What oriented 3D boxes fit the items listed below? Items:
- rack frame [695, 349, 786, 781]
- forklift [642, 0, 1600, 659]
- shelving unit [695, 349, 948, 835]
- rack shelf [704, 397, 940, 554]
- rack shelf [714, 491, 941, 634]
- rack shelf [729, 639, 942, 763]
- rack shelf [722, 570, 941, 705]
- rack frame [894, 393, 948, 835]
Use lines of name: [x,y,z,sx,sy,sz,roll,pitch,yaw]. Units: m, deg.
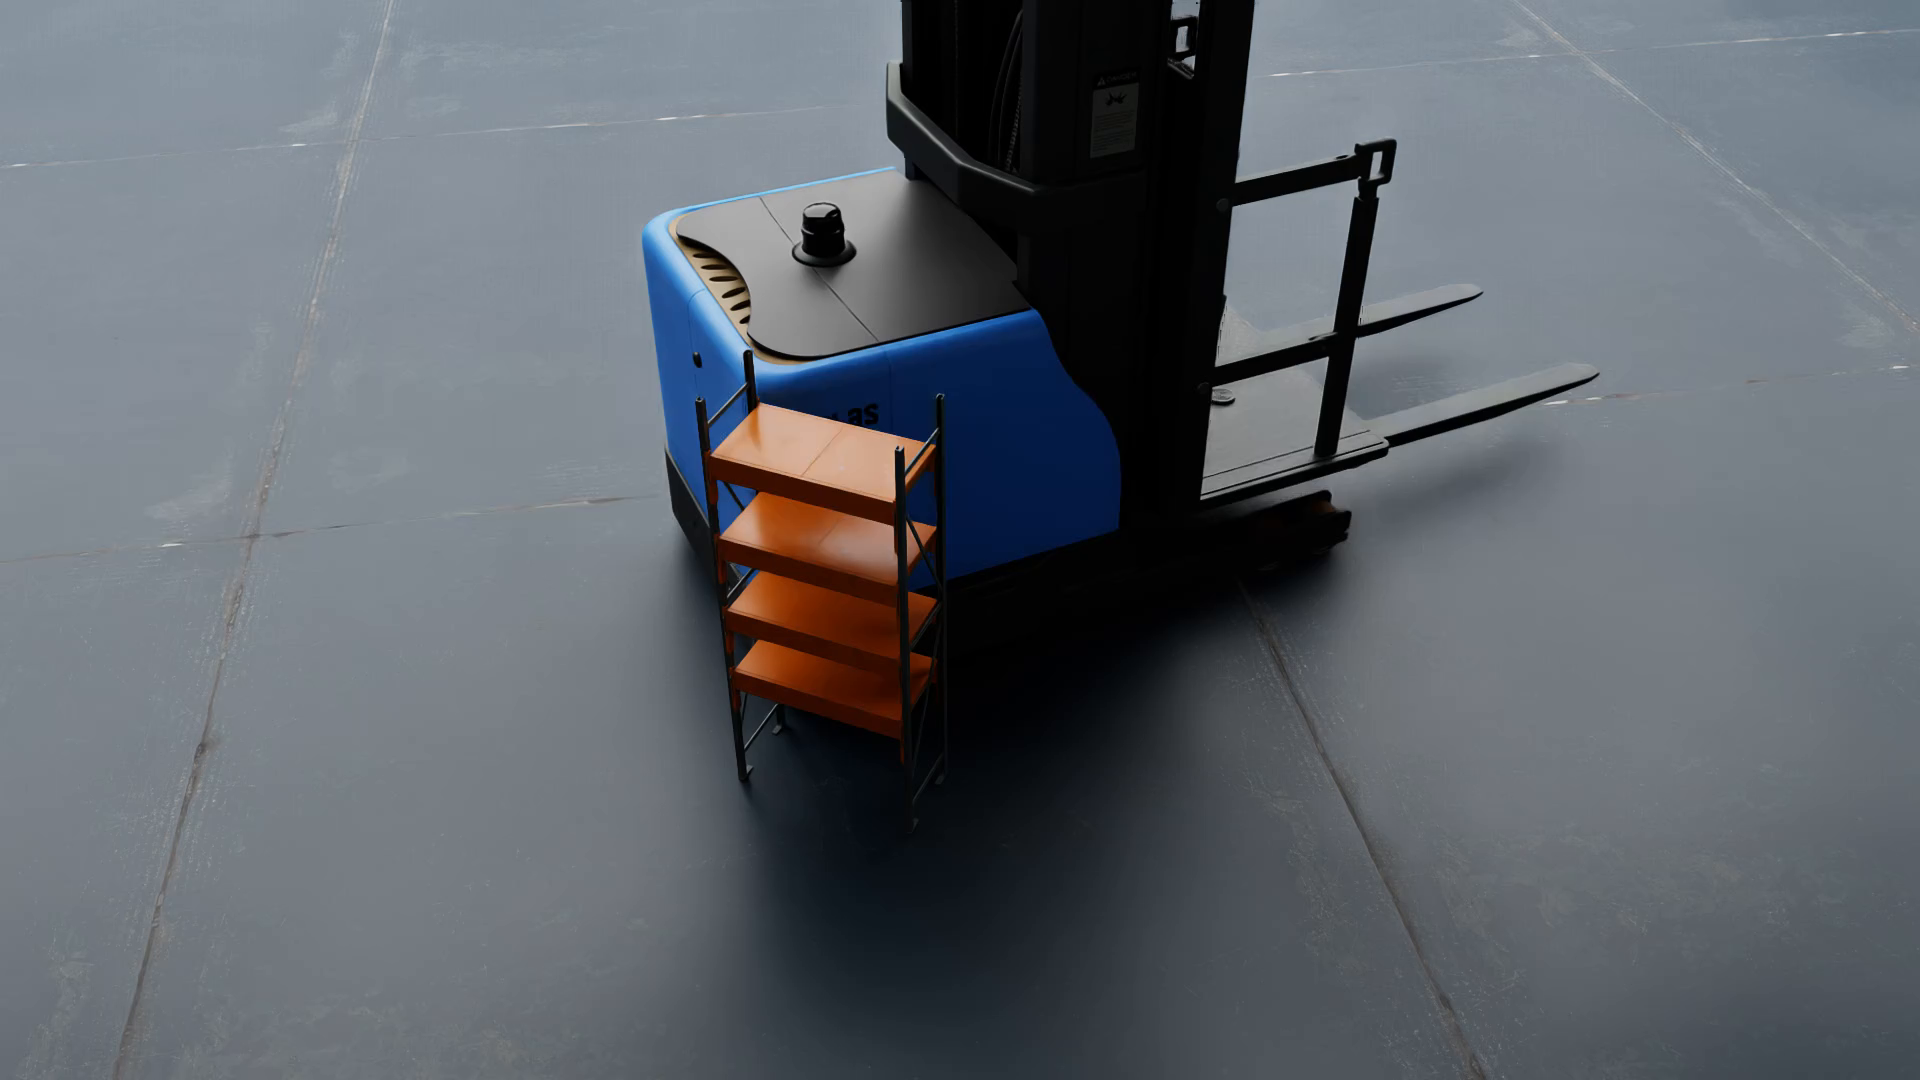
rack frame: [-0.536,0.098,4.146,0.015,1.200,0.240,15,40,18]
forklift: [0.650,-1.341,4.587,3.031,2.935,1.130,-16,41,-19]
shelving unit: [-0.311,0.157,4.070,0.503,1.200,0.258,15,40,18]
rack shelf: [-0.311,-0.153,3.829,0.480,0.148,0.258,15,40,18]
rack shelf: [-0.311,0.033,3.974,0.480,0.148,0.258,15,40,18]
rack shelf: [-0.311,0.367,4.233,0.480,0.148,0.258,15,40,18]
rack shelf: [-0.311,0.210,4.111,0.480,0.148,0.258,15,40,18]
rack frame: [-0.087,0.216,3.994,0.015,1.200,0.240,15,40,18]
